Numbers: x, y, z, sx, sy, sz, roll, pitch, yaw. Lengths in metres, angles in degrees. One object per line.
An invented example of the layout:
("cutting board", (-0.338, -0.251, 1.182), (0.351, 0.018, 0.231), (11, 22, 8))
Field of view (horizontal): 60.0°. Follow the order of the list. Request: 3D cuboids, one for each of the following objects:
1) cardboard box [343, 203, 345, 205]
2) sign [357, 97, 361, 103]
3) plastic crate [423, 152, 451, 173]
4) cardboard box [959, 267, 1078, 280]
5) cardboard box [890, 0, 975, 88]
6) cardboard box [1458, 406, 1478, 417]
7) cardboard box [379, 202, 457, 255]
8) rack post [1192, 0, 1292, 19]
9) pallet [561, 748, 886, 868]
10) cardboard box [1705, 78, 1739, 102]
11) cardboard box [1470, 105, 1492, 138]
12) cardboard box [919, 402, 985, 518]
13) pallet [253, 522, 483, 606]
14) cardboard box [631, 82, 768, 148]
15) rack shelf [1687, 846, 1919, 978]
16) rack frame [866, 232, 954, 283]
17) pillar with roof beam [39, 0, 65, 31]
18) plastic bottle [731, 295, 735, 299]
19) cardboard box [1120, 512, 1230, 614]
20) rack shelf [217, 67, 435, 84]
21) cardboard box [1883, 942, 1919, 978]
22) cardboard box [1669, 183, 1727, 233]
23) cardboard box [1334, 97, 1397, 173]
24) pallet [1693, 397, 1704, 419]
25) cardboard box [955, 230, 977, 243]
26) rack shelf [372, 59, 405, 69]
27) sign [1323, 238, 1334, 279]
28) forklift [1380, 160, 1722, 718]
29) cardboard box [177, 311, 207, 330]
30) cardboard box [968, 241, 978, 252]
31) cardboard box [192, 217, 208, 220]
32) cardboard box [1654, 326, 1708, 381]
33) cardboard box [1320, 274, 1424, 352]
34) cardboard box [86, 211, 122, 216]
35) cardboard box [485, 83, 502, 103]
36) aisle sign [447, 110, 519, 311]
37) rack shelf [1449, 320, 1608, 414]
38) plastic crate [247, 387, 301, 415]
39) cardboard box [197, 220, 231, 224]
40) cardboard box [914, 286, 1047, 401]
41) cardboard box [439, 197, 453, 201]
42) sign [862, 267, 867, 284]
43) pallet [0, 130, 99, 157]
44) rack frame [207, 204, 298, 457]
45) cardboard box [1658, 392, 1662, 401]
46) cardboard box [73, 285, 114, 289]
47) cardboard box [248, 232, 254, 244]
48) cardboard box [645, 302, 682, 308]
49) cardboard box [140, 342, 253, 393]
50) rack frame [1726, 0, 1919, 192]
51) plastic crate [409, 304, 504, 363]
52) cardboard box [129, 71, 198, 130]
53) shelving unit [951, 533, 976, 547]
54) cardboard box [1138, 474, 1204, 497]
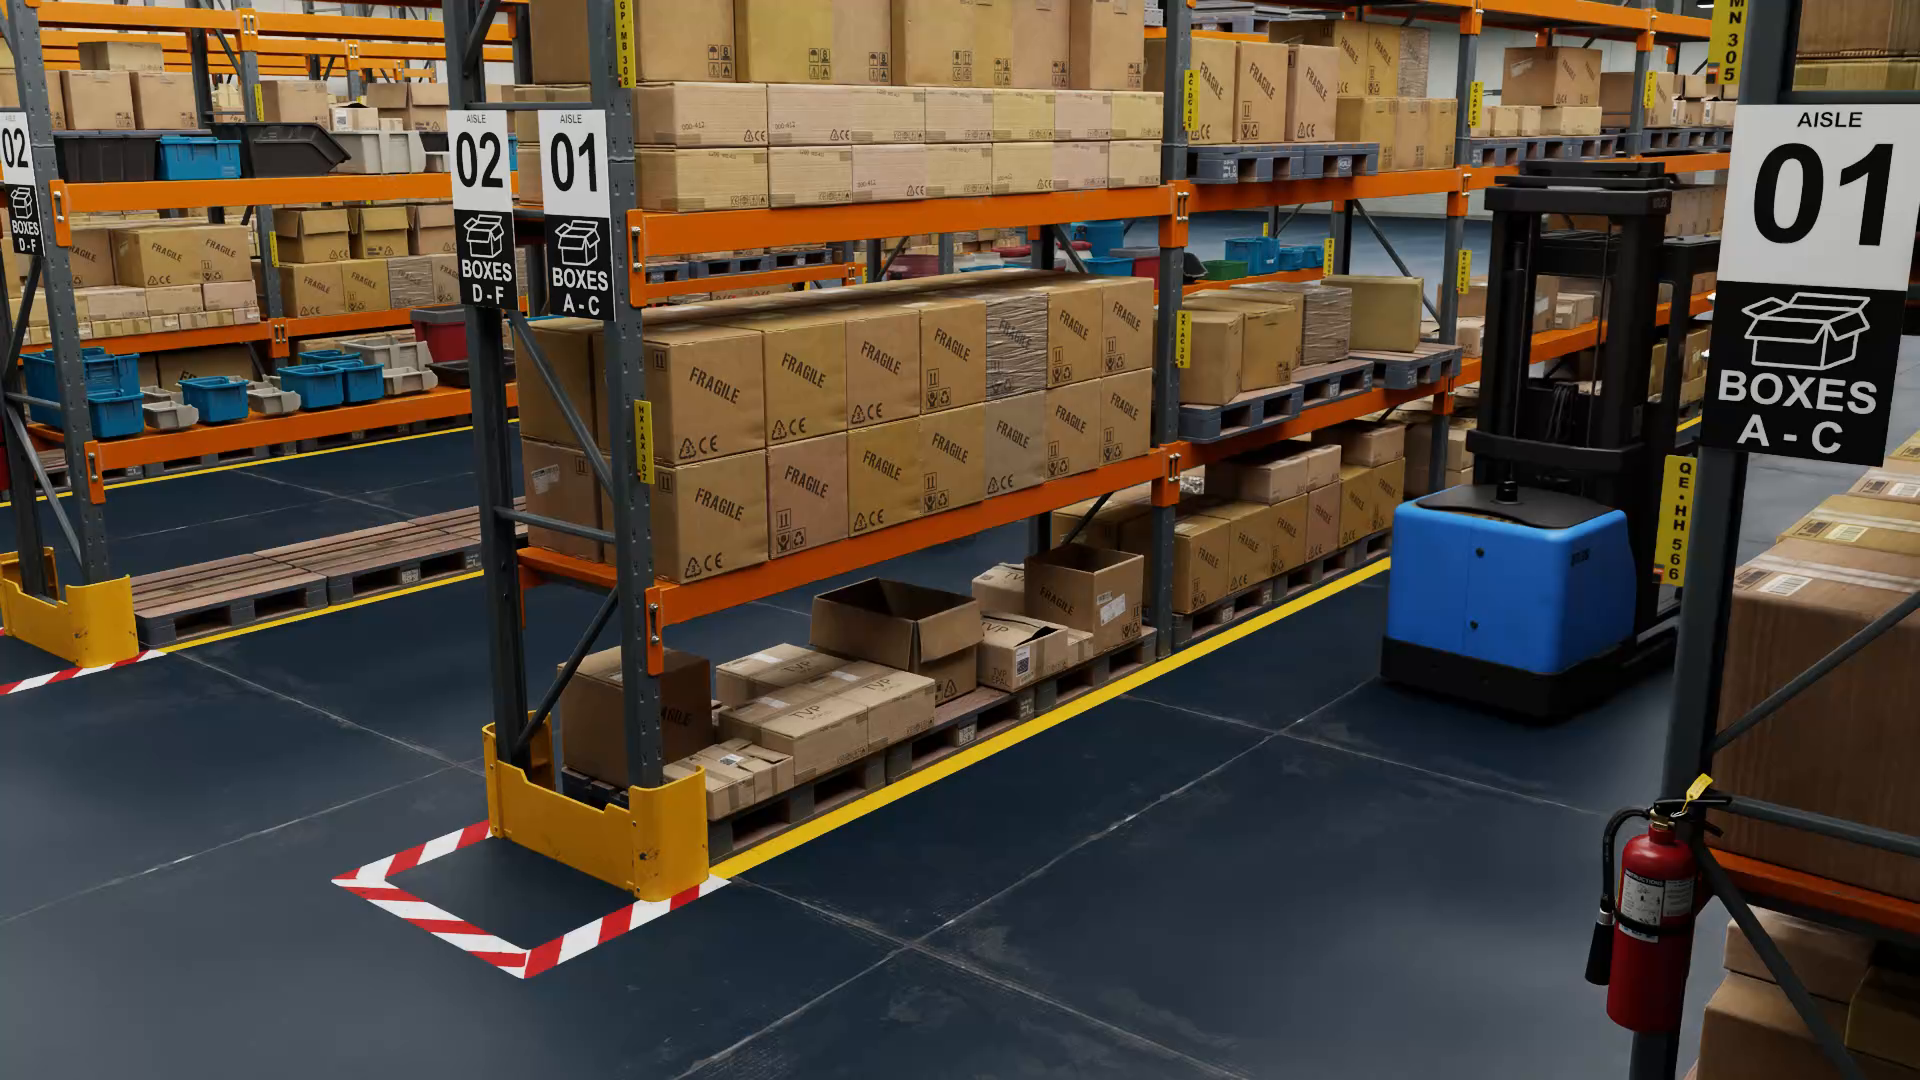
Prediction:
("cardboard box", (-9.954, -5.590, 27.113), (0.500, 0.500, 0.500), (11, 18, 38))
("sign", (-7.711, -5.521, 21.356), (0.100, 0.325, 0.005), (11, 18, 38))
("plastic crate", (-3.502, -2.605, 11.464), (0.293, 0.136, 0.466), (11, 18, 38))
("cardboard box", (0.337, -1.300, 9.652), (0.500, 0.500, 0.500), (12, 18, 39))
("cardboard box", (-0.354, -2.412, 7.936), (0.700, 0.500, 0.500), (11, 18, 38))
("cardboard box", (4.569, -0.977, 14.204), (0.500, 0.311, 0.500), (11, 18, 36))
("cardboard box", (-5.637, -3.257, 17.347), (0.797, 0.503, 0.637), (12, 19, 39))
("rack post", (3.350, -6.374, 19.828), (0.937, 0.300, 0.954), (11, 18, 37))
("pallet", (-1.114, 1.136, 7.958), (1.003, 0.211, 1.213), (11, 18, 38))
("cardboard box", (8.029, -4.778, 18.136), (0.797, 0.503, 0.637), (13, 19, 41))
("cardboard box", (3.923, -3.363, 13.366), (0.500, 0.250, 0.500), (12, 18, 39))
("cardboard box", (-0.225, -0.431, 8.262), (0.500, 0.500, 0.500), (12, 18, 38))
("pallet", (-4.197, 0.152, 11.833), (1.003, 0.211, 1.213), (11, 18, 38))
("cardboard box", (-1.137, -1.729, 6.772), (0.500, 0.250, 0.500), (11, 18, 38))
("rack shelf", (3.450, 0.684, 5.537), (1.077, 0.370, 4.000), (11, 18, 38))
("rack frame", (-0.485, -2.347, 16.007), (1.000, 3.000, 0.127), (11, 18, 38))
("pillar with roof beam", (-12.441, -8.045, 26.252), (9.100, 9.000, 0.400), (11, 18, 38))
("plastic bottle", (-1.983, -1.995, 14.720), (0.144, 0.351, 0.185), (11, 18, 38))
("cardboard box", (1.345, 0.129, 10.441), (0.500, 0.500, 0.500), (10, 18, 35))
("rack shelf", (-12.137, -8.929, 32.004), (1.077, 0.370, 4.000), (11, 18, 38))
("cardboard box", (2.950, 1.220, 4.872), (0.380, 0.149, 0.250), (11, 18, 38))
("cardboard box", (8.057, -3.692, 18.461), (0.700, 0.500, 0.500), (11, 18, 38))
("cardboard box", (2.470, -2.796, 11.479), (0.910, 0.500, 0.500), (11, 18, 38))
("pallet", (7.946, -1.608, 18.759), (1.003, 0.211, 1.213), (11, 18, 38))
("cardboard box", (-0.245, -4.534, 23.807), (0.875, 0.500, 0.500), (11, 18, 38))
("rack shelf", (-8.274, -8.354, 28.934), (1.077, 0.370, 4.000), (11, 18, 38))
("sign", (2.932, -2.226, 13.179), (0.100, 0.325, 0.005), (11, 18, 38))
("forklift", (3.790, -0.756, 9.881), (1.130, 2.935, 3.031), (13, 19, 42))
("cardboard box", (-7.111, -2.018, 15.222), (0.380, 0.149, 0.250), (11, 18, 37))
("cardboard box", (0.039, -4.247, 23.995), (0.380, 0.149, 0.250), (11, 18, 38))
("cardboard box", (-9.397, -3.960, 20.805), (0.380, 0.149, 0.250), (12, 19, 39))
("cardboard box", (7.671, -2.004, 17.863), (0.500, 0.500, 0.500), (11, 18, 38))
("cardboard box", (3.058, -1.694, 12.379), (0.700, 0.500, 0.500), (5, 15, 19))
("cardboard box", (-12.483, -4.941, 23.984), (0.500, 0.500, 0.500), (12, 18, 39))
("cardboard box", (-5.138, -4.513, 17.382), (0.500, 0.500, 0.500), (13, 19, 40))
("aisle sign", (-1.943, -1.342, 6.771), (0.394, 0.787, 0.004), (11, 18, 38))
("rack shelf", (4.623, -1.614, 14.583), (1.077, 0.370, 4.000), (11, 18, 38))
("plastic crate", (-4.409, -0.891, 10.689), (0.250, 0.136, 0.298), (11, 18, 38))
("cardboard box", (-9.062, -3.809, 20.209), (0.380, 0.149, 0.250), (12, 19, 39))
("cardboard box", (0.099, -1.015, 8.529), (0.500, 0.500, 0.500), (11, 18, 38))
("cardboard box", (-7.204, -4.714, 23.088), (0.700, 0.500, 0.500), (11, 18, 37))
("sign", (-0.917, -2.510, 16.316), (0.100, 0.325, 0.005), (11, 18, 38))
("pallet", (-8.141, -3.371, 14.124), (1.003, 0.211, 1.213), (11, 18, 38))
("rack frame", (-6.851, -2.348, 16.008), (1.000, 3.000, 0.127), (11, 18, 38))
("cardboard box", (7.044, -1.449, 17.201), (0.500, 0.250, 0.500), (11, 18, 38))
("cardboard box", (-7.988, -2.175, 15.030), (0.500, 0.250, 0.500), (12, 18, 39))
("cardboard box", (-8.897, -3.714, 20.440), (0.380, 0.149, 0.250), (12, 18, 39))
("cardboard box", (-3.614, -2.715, 20.114), (0.500, 0.250, 0.500), (-14, 20, -43))
("cardboard box", (-7.328, -1.407, 15.769), (0.875, 0.875, 0.875), (11, 18, 38))
("rack frame", (2.193, -2.190, 3.202), (1.000, 3.000, 0.127), (11, 18, 38))
("plastic crate", (-3.755, -1.509, 12.456), (0.402, 0.464, 0.583), (11, 18, 38))
("cardboard box", (-7.296, -3.943, 14.936), (0.700, 0.500, 0.500), (10, 17, 34))
("shelving unit", (-0.034, -0.499, 12.690), (0.215, 1.050, 0.252), (11, 18, 38))
("cardboard box", (1.572, -0.144, 11.516), (0.500, 0.500, 0.500), (12, 18, 38))
